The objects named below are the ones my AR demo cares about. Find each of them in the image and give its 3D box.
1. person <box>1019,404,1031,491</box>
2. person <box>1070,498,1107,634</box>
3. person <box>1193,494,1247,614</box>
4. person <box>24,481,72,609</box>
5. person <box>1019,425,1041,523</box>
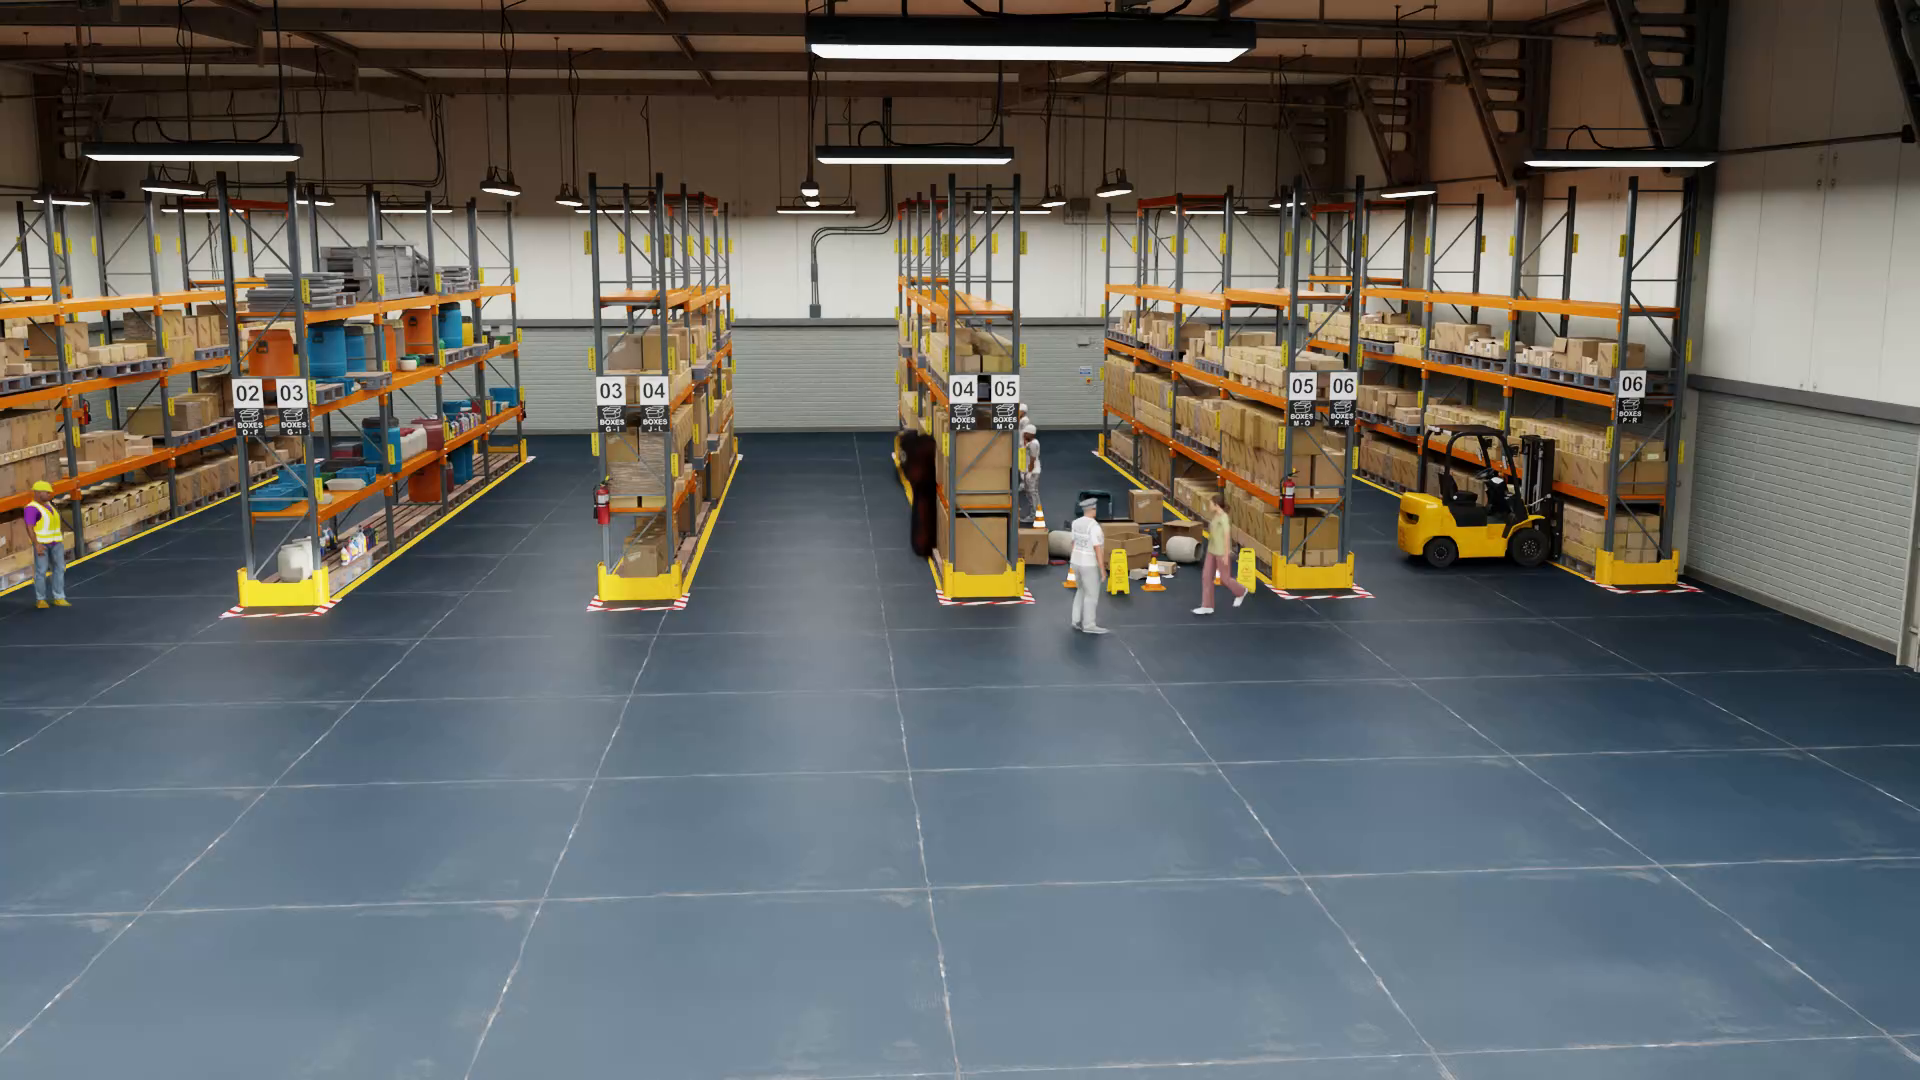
[{"bbox_3d":[1.279,-1.921,34.367,0.369,1.793,0.636,-1,10,-3],"label":"person"},{"bbox_3d":[1.689,0.379,21.758,0.376,1.852,0.605,-6,12,-30],"label":"person"},{"bbox_3d":[3.618,0.181,22.866,0.821,1.652,0.447,-8,13,-39],"label":"person"},{"bbox_3d":[-12.776,0.078,23.268,0.551,1.807,0.618,5,11,26],"label":"person"},{"bbox_3d":[1.295,-1.216,30.451,0.388,1.792,0.642,1,10,8],"label":"person"}]
